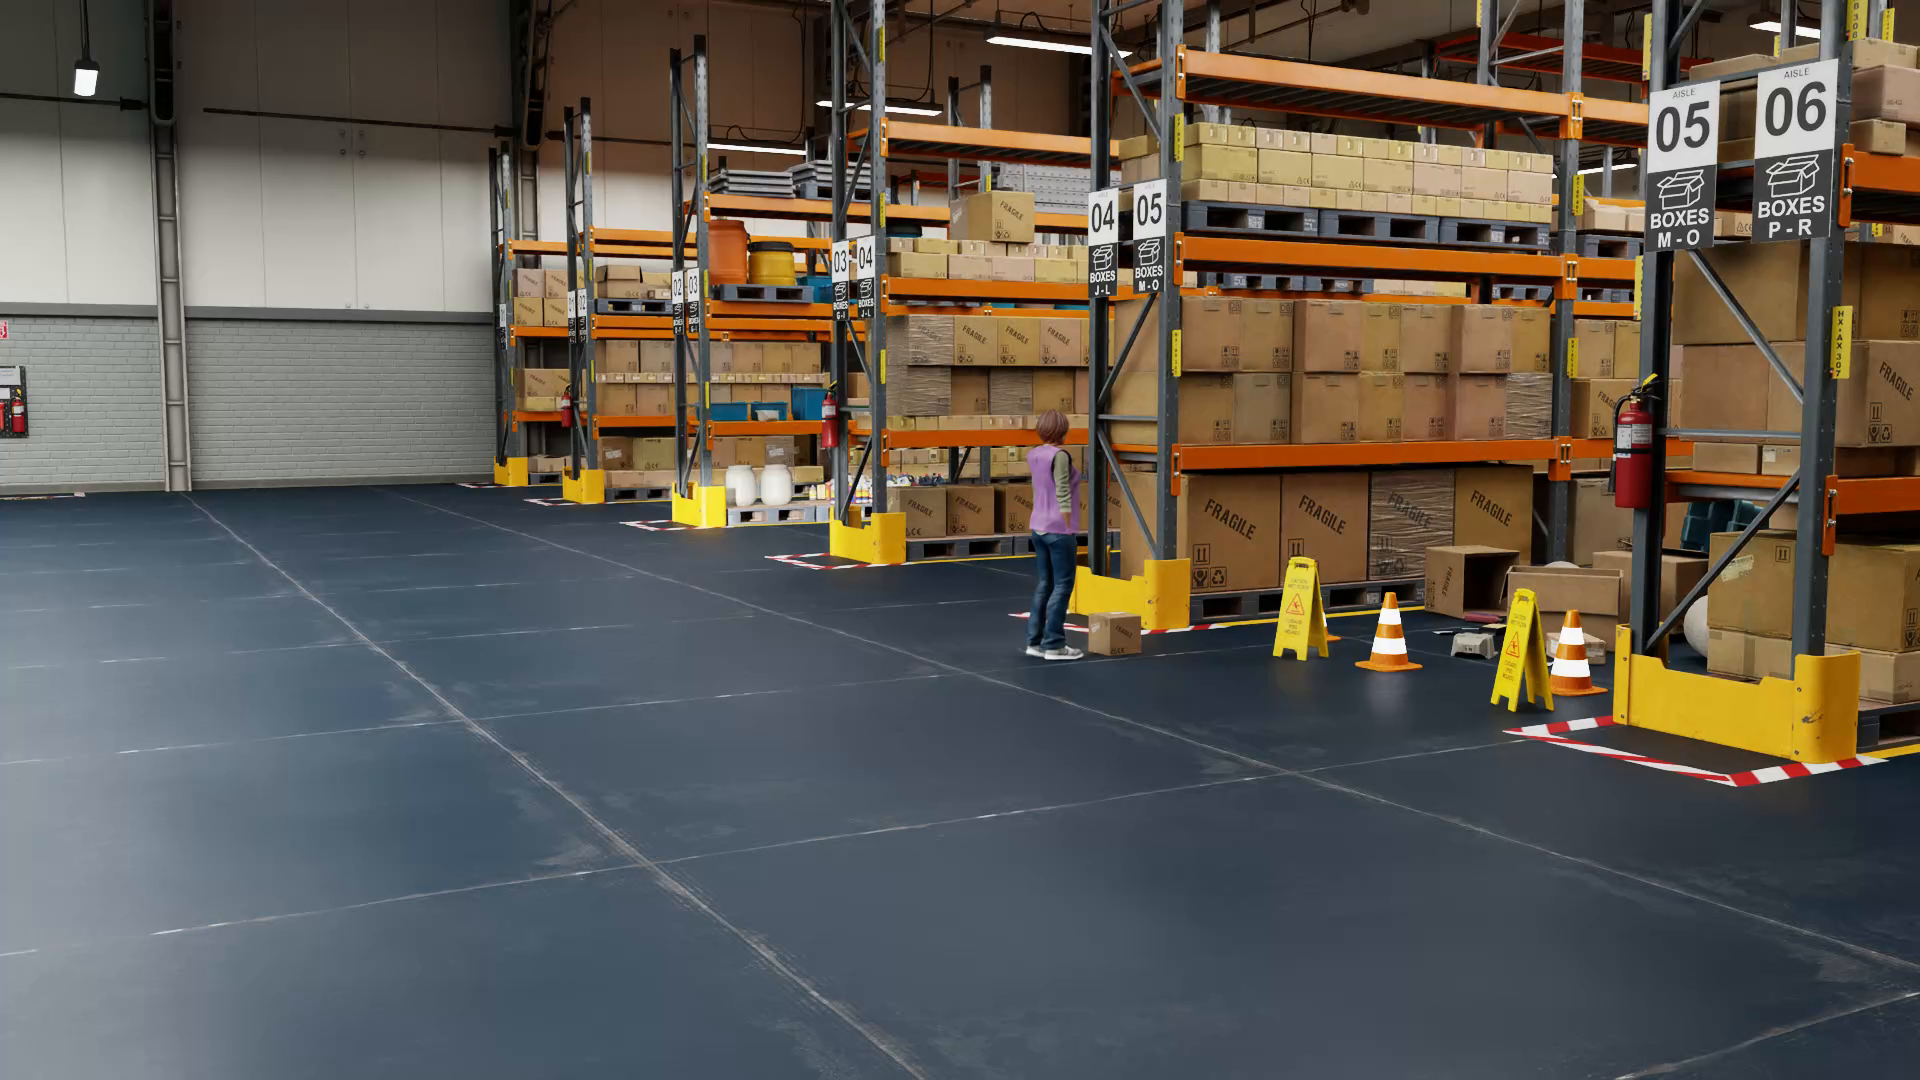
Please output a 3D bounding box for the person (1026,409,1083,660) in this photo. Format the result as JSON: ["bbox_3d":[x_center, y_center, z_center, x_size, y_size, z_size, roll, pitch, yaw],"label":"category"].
[{"bbox_3d":[0.593,-0.028,10.628,0.311,1.611,0.406,-3,6,-27],"label":"person"}]
